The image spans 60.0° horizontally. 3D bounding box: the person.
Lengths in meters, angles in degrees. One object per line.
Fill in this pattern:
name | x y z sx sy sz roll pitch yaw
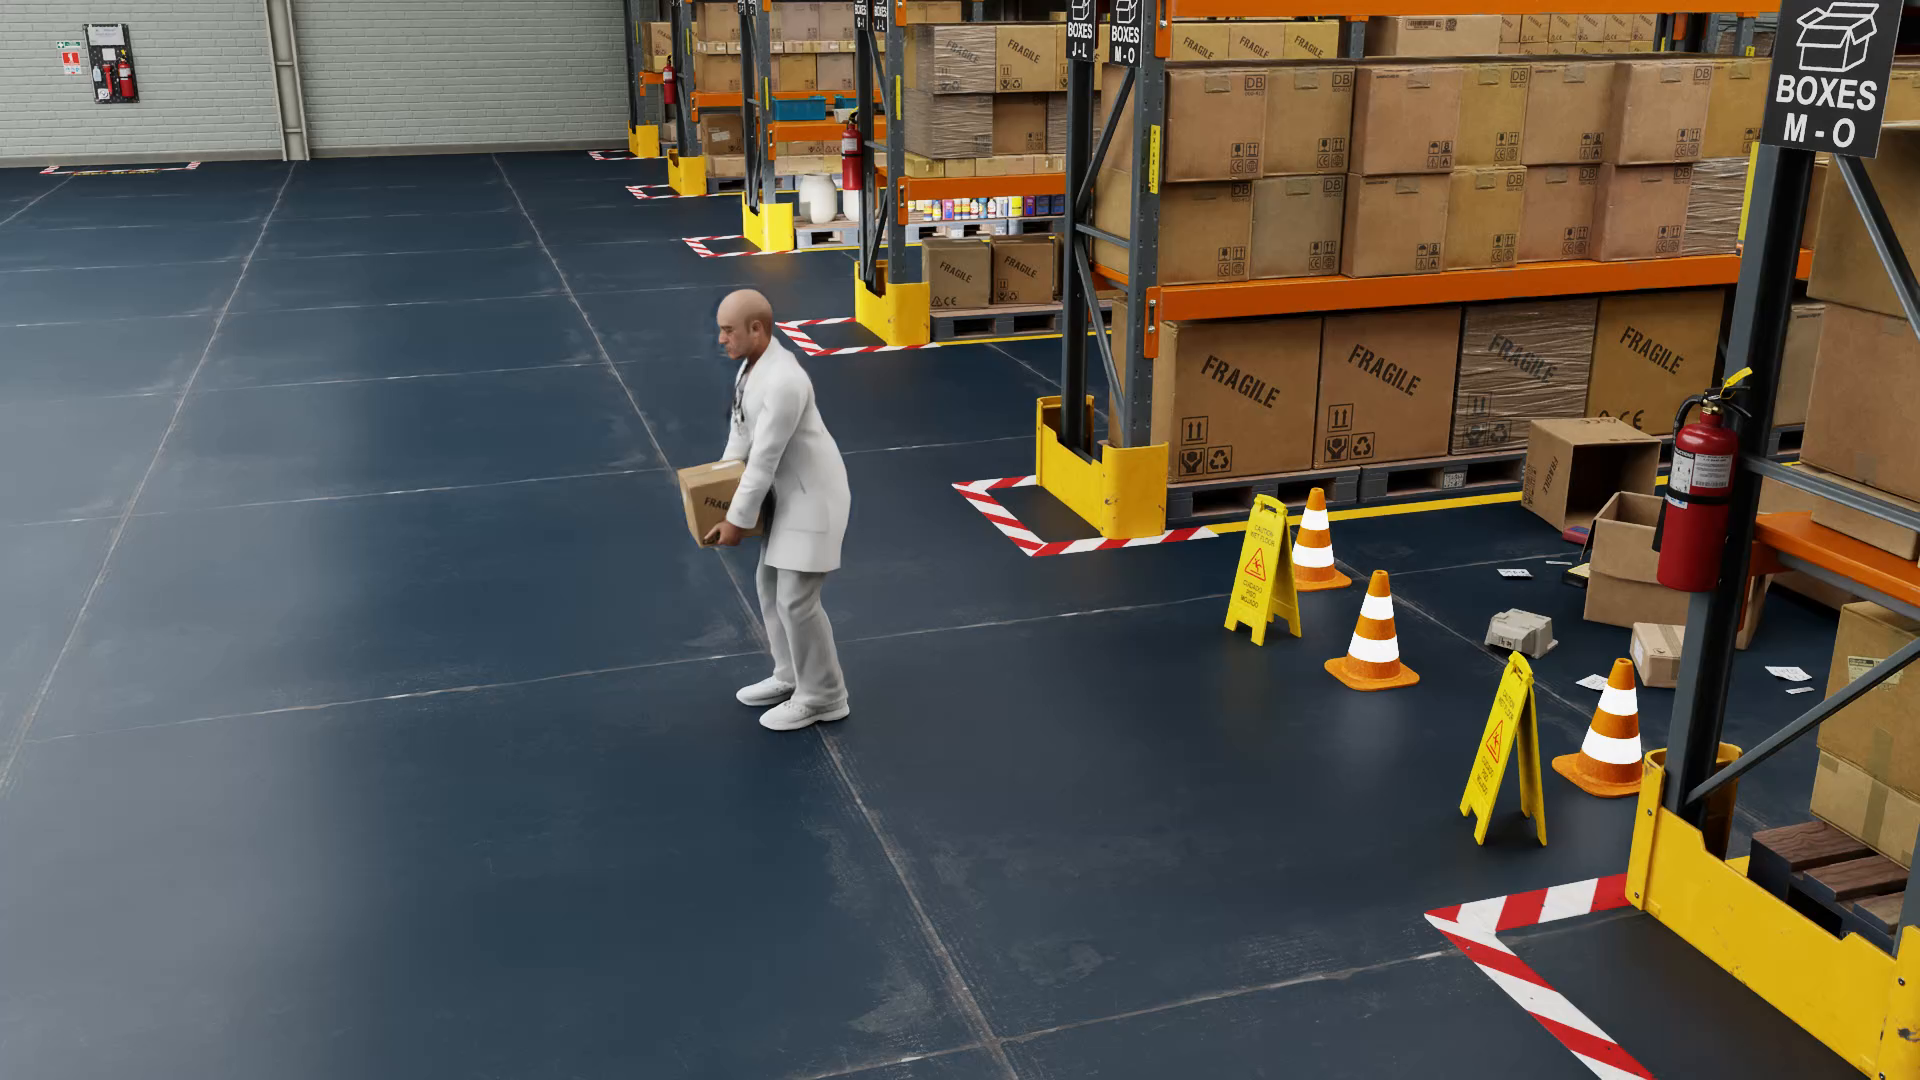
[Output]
person | -0.731 -0.121 6.506 0.600 1.743 0.534 -6 20 -18
